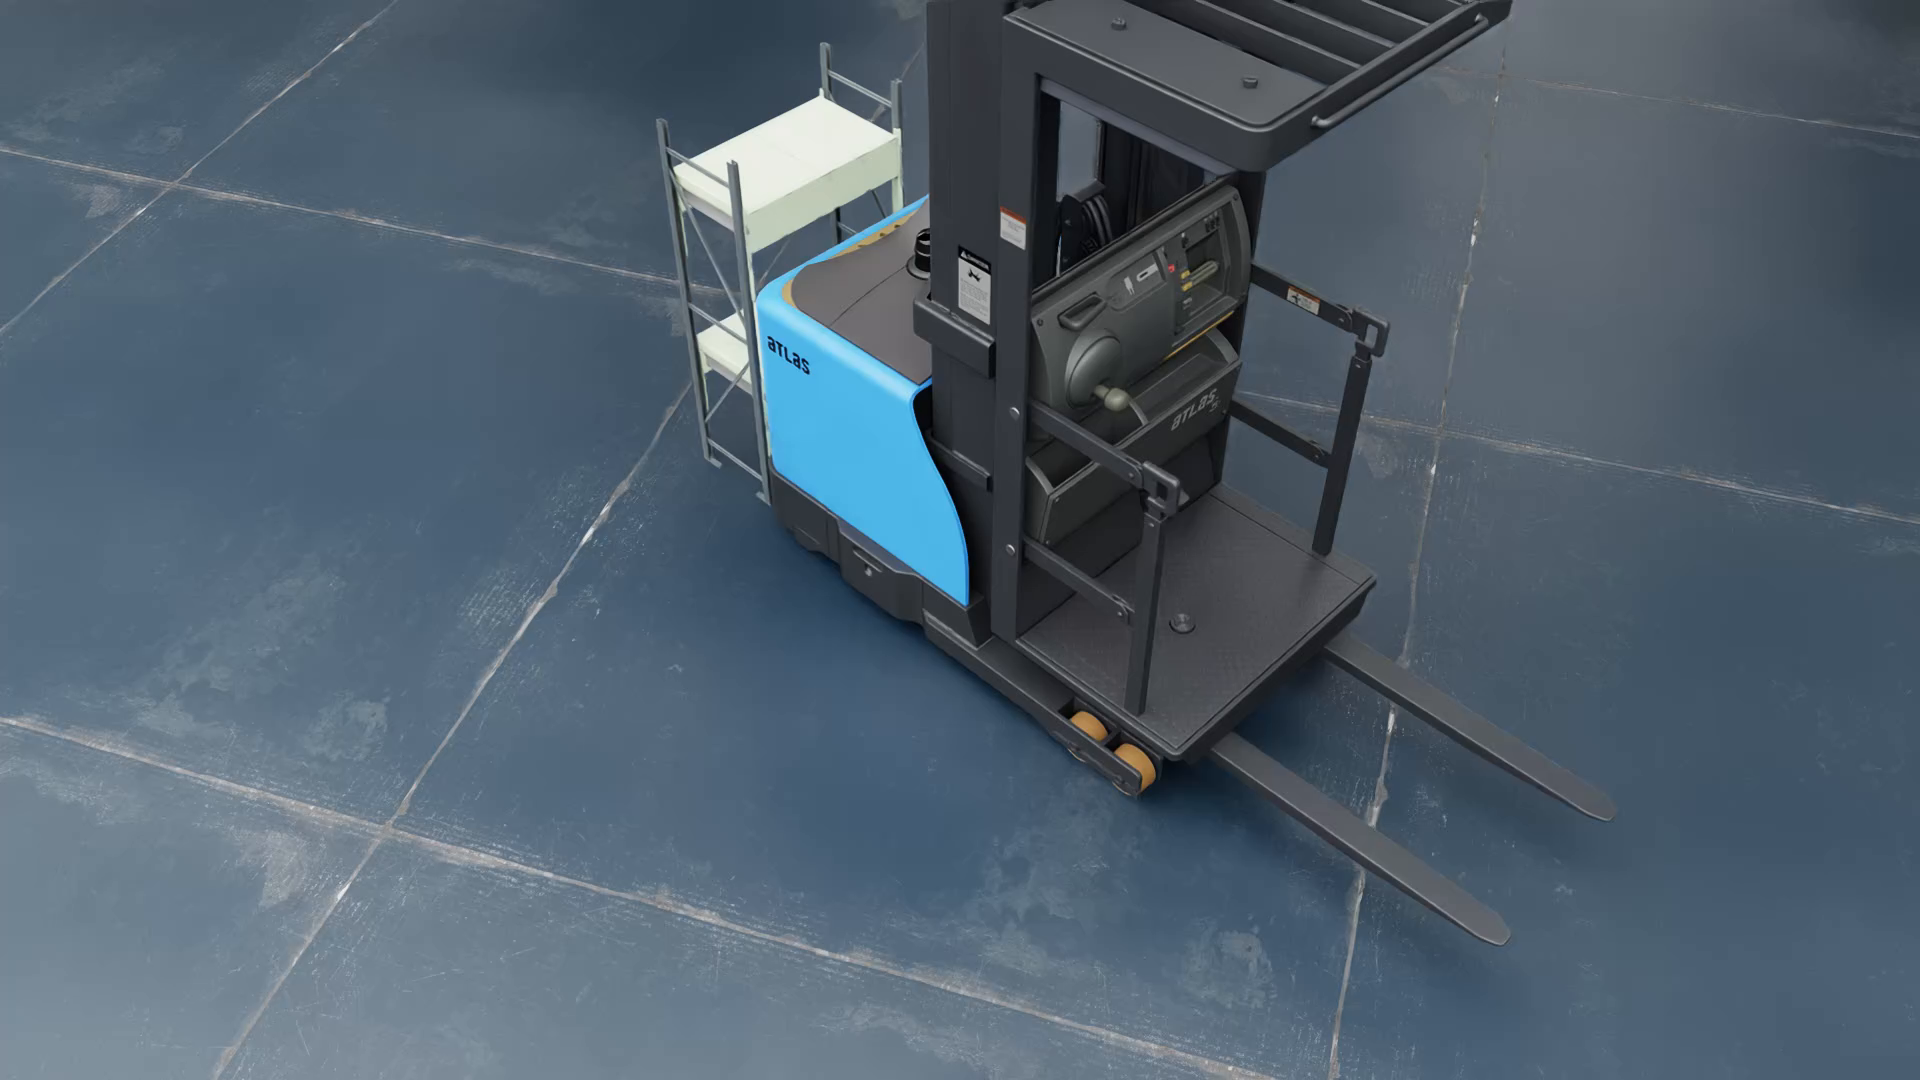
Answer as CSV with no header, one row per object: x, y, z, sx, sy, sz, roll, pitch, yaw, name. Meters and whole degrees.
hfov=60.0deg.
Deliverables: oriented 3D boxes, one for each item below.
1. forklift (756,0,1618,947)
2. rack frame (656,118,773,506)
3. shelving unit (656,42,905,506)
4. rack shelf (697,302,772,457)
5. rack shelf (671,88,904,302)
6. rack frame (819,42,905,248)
0.701,-0.635,4.804,3.031,2.935,1.130,34,54,30,forklift
-0.862,-0.768,5.963,0.400,1.500,0.023,34,54,30,rack frame
-0.606,-0.951,6.149,0.431,1.500,0.755,34,54,30,shelving unit
-0.606,-0.718,6.377,0.431,0.370,0.720,34,54,30,rack shelf
-0.606,-1.230,5.876,0.431,0.370,0.720,34,54,30,rack shelf
-0.349,-1.134,6.336,0.400,1.500,0.023,34,54,30,rack frame
